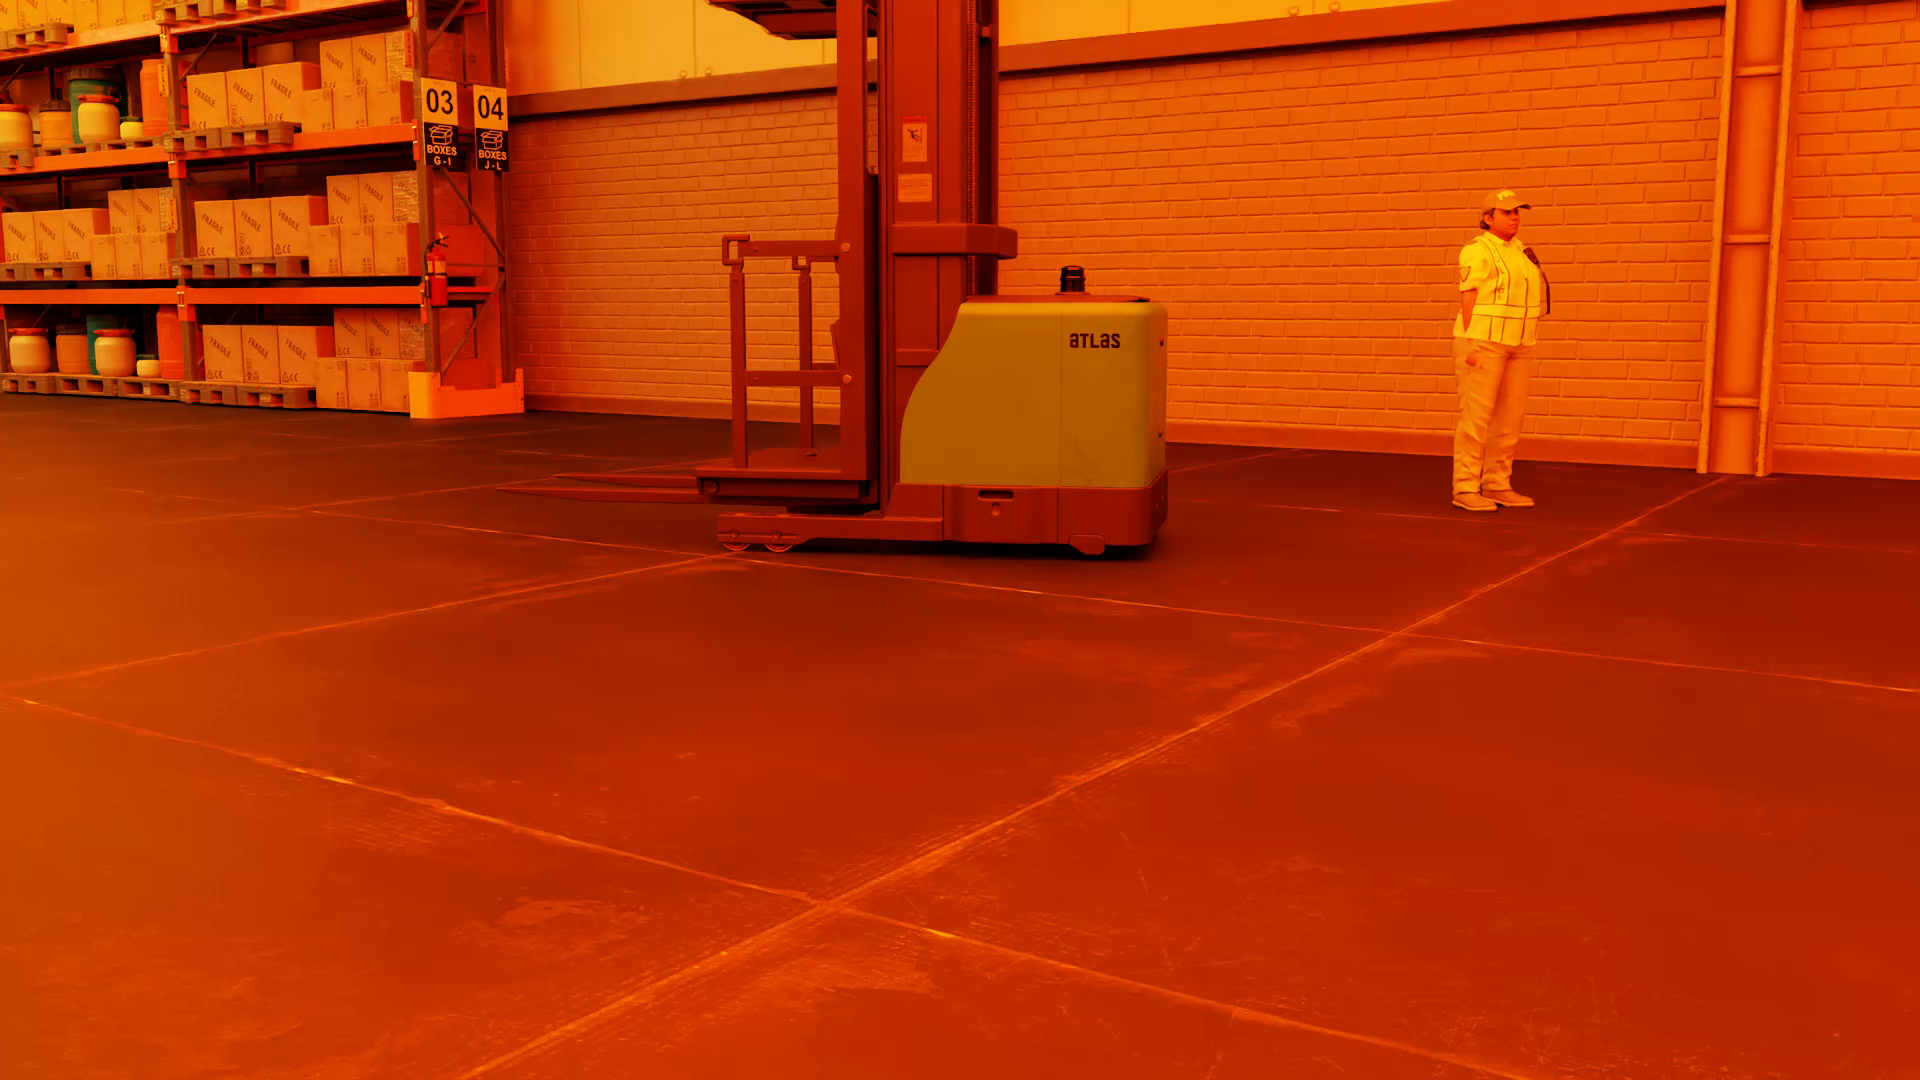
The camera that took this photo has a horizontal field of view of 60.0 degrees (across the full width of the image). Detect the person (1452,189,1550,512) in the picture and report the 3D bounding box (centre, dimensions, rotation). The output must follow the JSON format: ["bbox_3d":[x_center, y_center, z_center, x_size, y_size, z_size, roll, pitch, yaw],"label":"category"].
[{"bbox_3d":[2.817,-0.999,8.748,0.482,1.667,0.392,-5,10,-34],"label":"person"}]

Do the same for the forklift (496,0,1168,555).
[{"bbox_3d":[-0.596,-1.469,7.520,3.031,2.935,1.130,2,8,12],"label":"forklift"}]
